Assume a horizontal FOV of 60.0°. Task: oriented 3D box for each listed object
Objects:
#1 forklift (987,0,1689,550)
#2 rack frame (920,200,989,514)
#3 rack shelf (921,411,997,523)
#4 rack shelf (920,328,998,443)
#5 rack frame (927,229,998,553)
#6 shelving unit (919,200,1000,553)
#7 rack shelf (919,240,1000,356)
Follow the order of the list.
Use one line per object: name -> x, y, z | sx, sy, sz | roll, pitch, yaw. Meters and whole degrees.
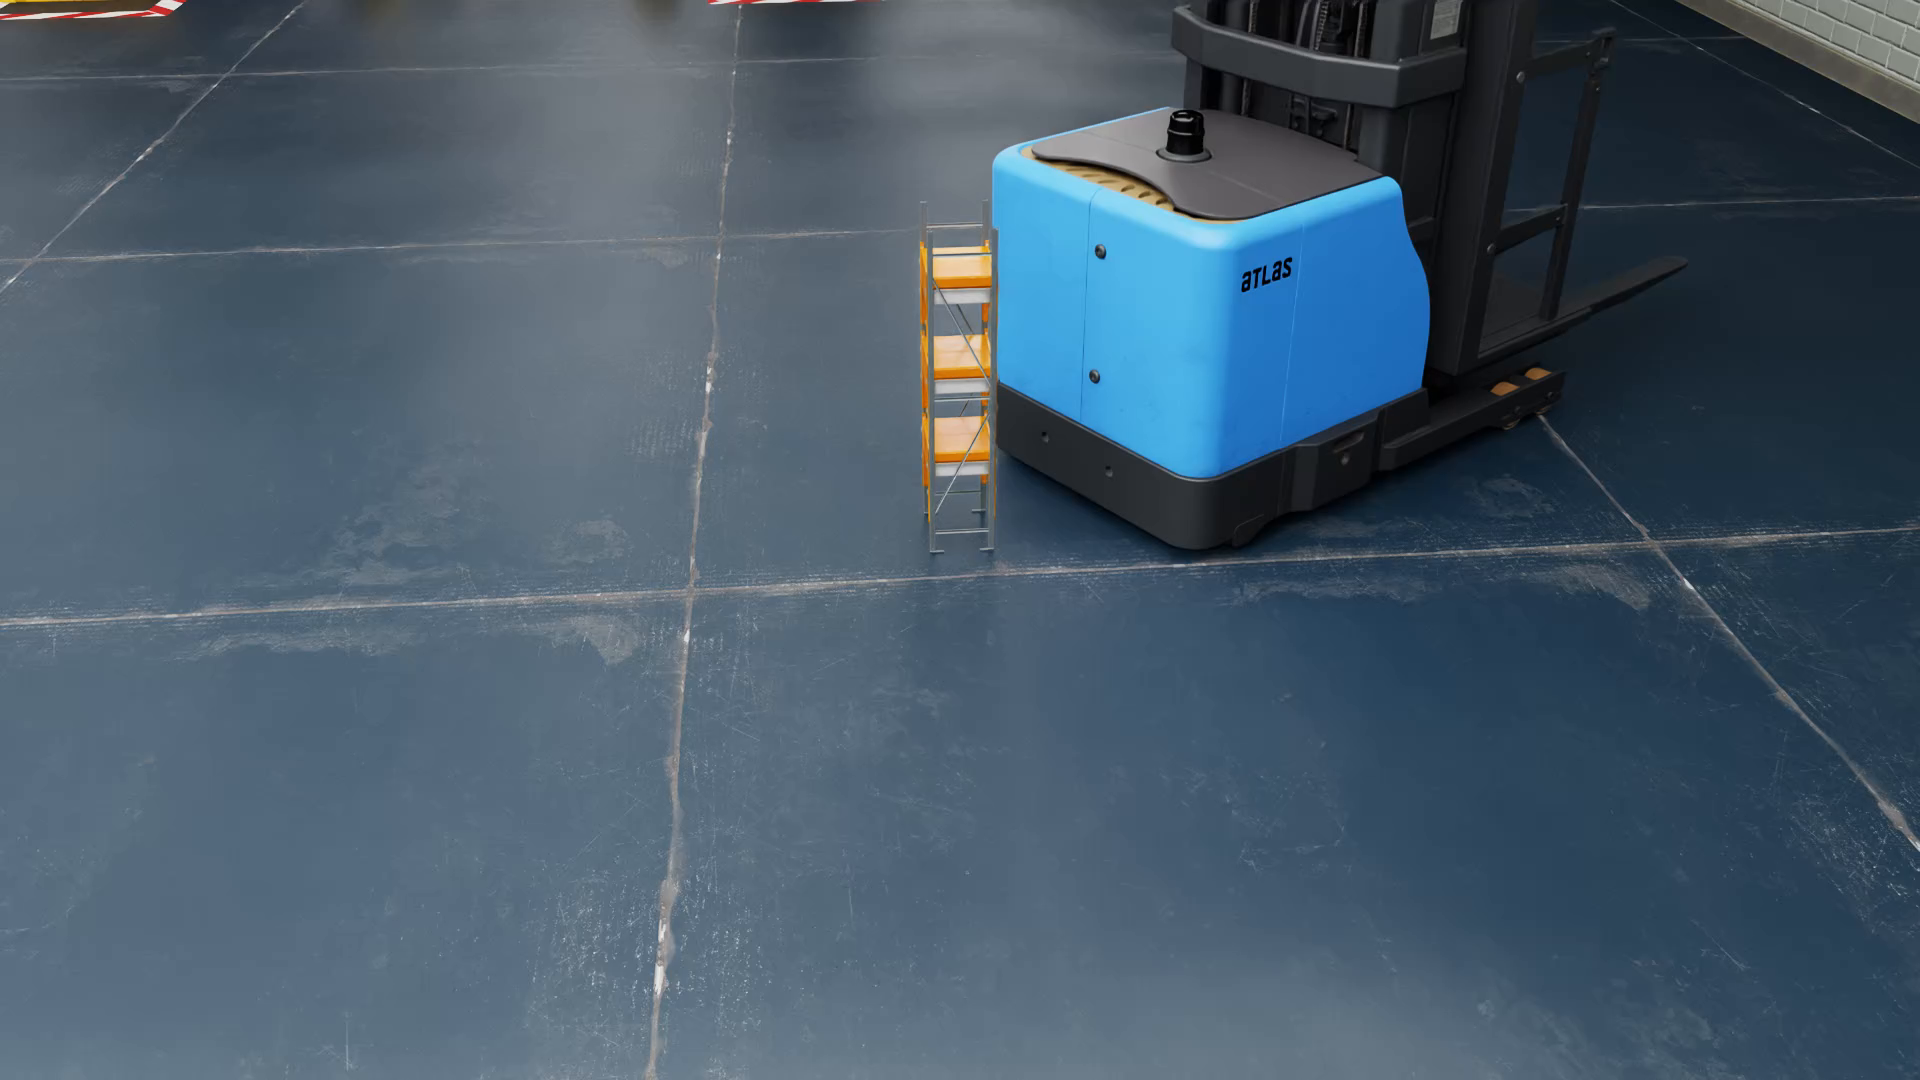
forklift -> 1.552, -1.840, 5.473 | 3.031, 2.935, 1.130 | -22, 37, -33
rack frame -> -0.016, -0.540, 5.131 | 0.200, 1.050, 0.008 | -3, 31, -5
rack shelf -> -0.005, -0.230, 5.174 | 0.215, 0.259, 0.240 | -3, 31, -5
rack shelf -> -0.005, -0.469, 5.032 | 0.215, 0.259, 0.240 | -3, 31, -5
rack frame -> 0.006, -0.416, 4.922 | 0.200, 1.050, 0.008 | -3, 31, -5
shelving unit -> -0.005, -0.478, 5.027 | 0.215, 1.050, 0.252 | -3, 31, -5
rack shelf -> -0.005, -0.713, 4.886 | 0.215, 0.259, 0.240 | -3, 31, -5
